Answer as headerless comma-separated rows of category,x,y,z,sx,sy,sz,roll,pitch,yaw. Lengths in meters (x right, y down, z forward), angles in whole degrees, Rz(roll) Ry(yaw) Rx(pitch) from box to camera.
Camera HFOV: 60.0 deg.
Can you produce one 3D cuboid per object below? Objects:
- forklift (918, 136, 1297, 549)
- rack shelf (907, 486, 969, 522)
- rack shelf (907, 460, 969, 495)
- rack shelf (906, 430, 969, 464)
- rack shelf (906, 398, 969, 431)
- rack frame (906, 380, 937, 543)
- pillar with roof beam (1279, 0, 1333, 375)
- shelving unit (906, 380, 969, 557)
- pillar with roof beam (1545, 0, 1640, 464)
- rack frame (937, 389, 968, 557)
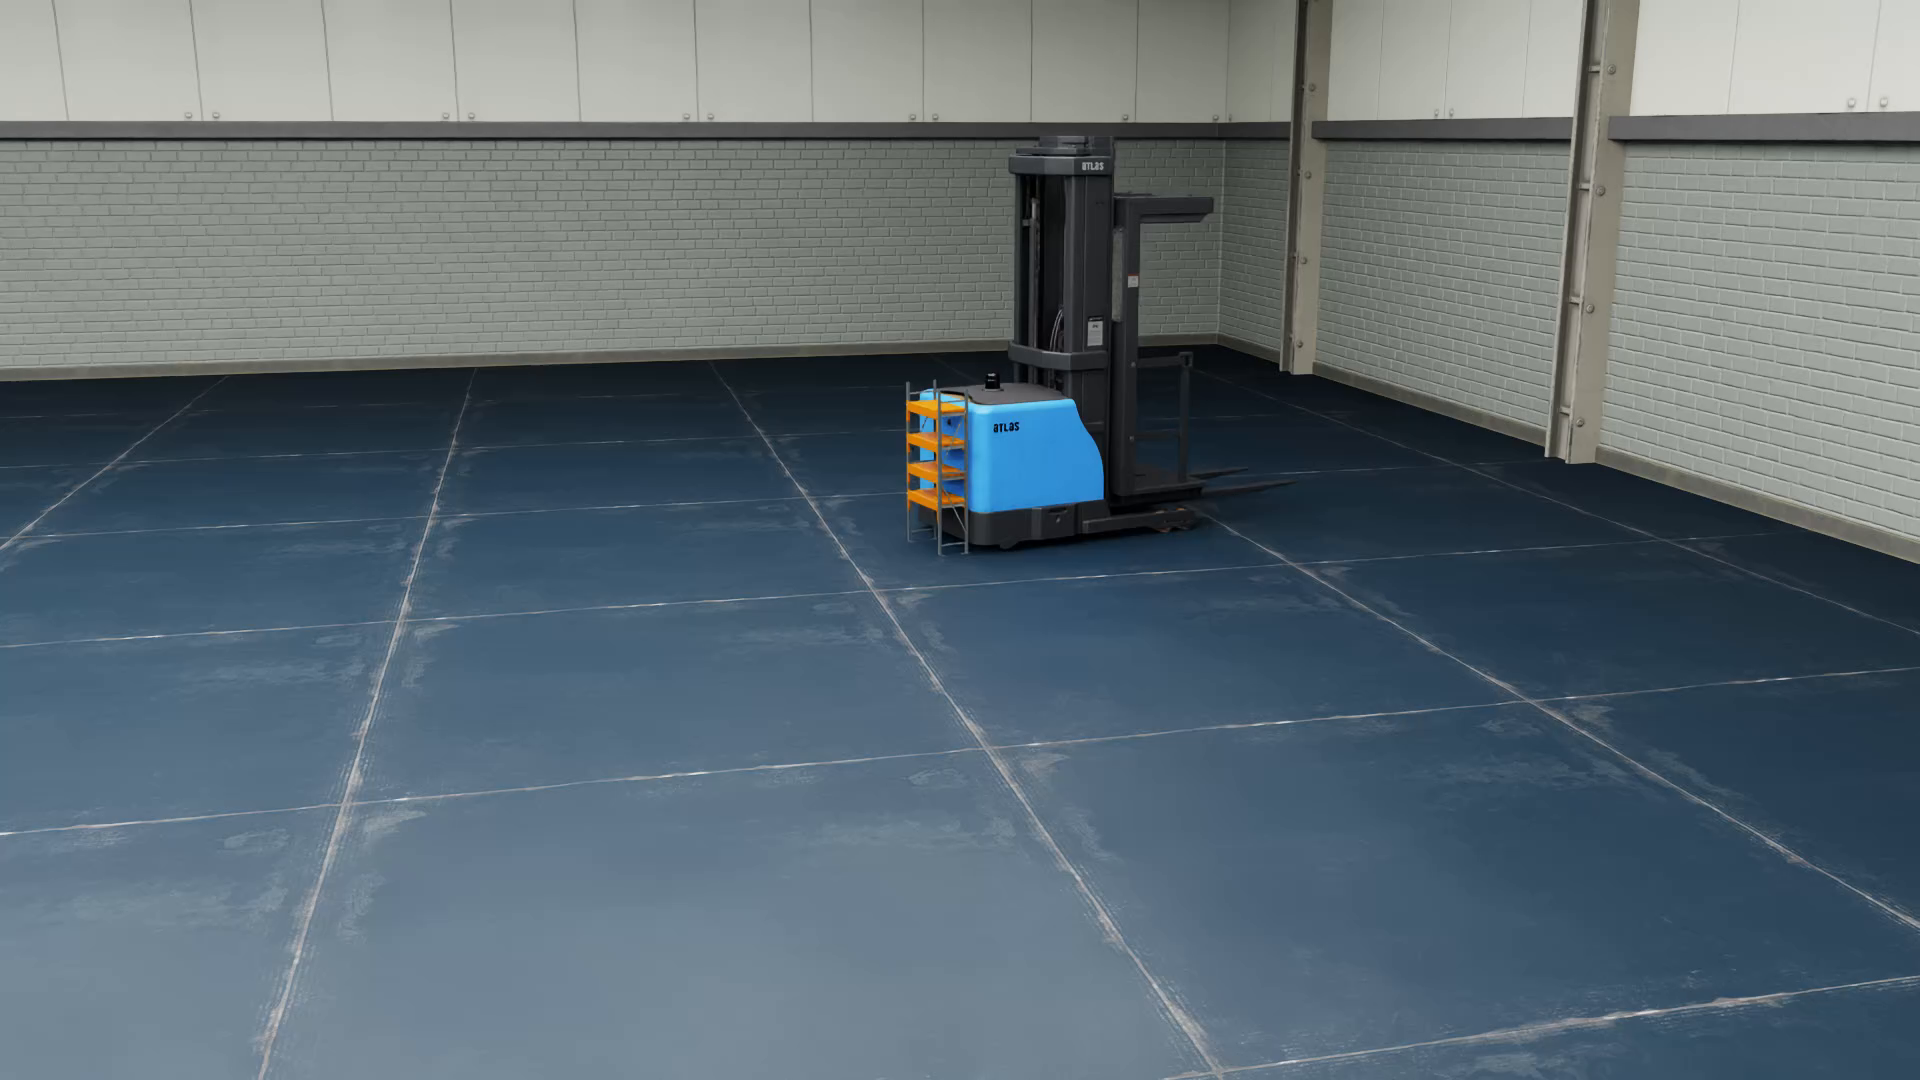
forklift,1.227,-1.582,12.728,3.031,2.935,1.130,-7,15,-27
rack shelf,-0.165,-0.266,12.107,0.258,0.148,0.480,-7,16,-27
rack shelf,-0.165,-0.459,12.060,0.258,0.148,0.480,-7,16,-27
rack shelf,-0.165,-0.676,12.007,0.258,0.148,0.480,-7,16,-27
rack shelf,-0.165,-0.906,11.950,0.258,0.148,0.480,-7,16,-27
rack frame,-0.281,-0.575,12.252,0.240,1.200,0.015,-7,16,-27
pillar with roof beam,0.106,-6.270,19.132,9.100,9.000,0.400,-3,14,-13
shelving unit,-0.165,-0.524,12.044,0.258,1.200,0.503,-7,16,-27
pillar with roof beam,1.515,-4.886,13.466,9.100,9.000,0.400,-3,14,-13
rack frame,-0.049,-0.473,11.835,0.240,1.200,0.015,-7,16,-27
